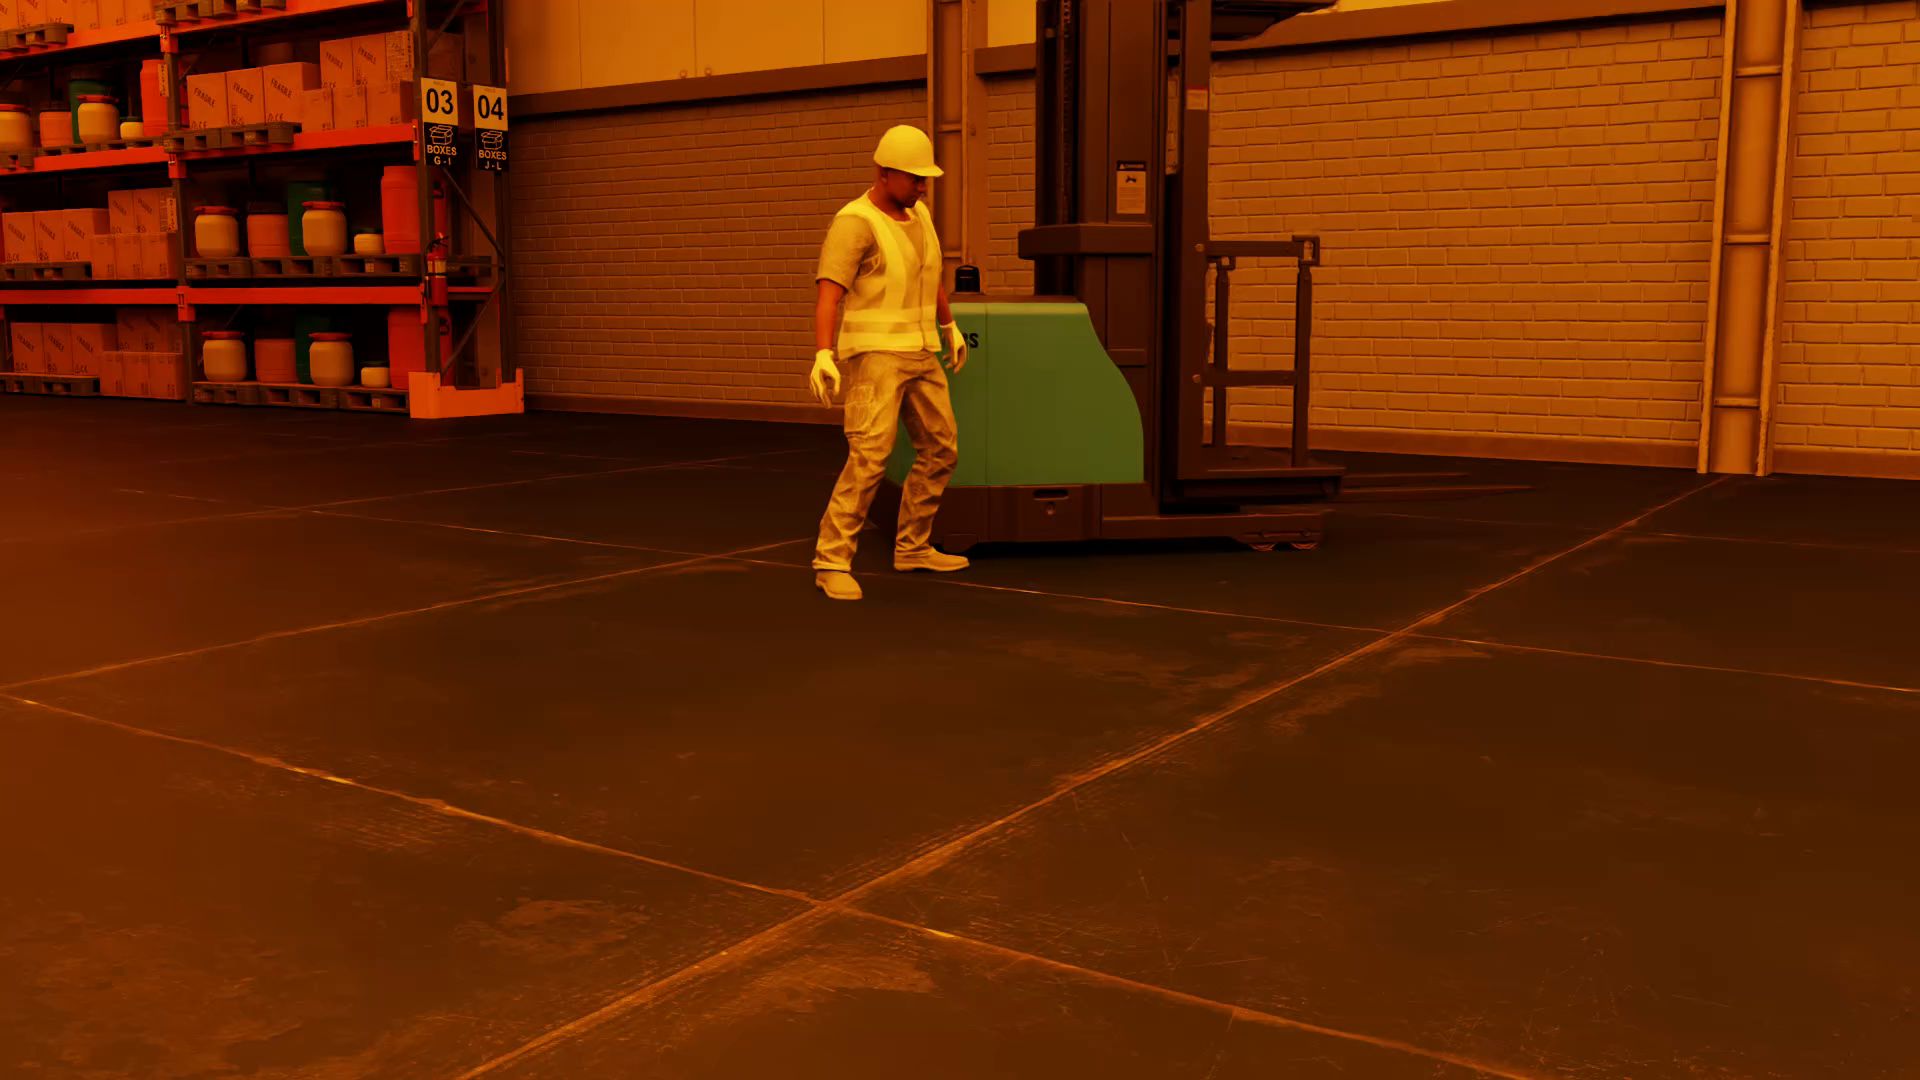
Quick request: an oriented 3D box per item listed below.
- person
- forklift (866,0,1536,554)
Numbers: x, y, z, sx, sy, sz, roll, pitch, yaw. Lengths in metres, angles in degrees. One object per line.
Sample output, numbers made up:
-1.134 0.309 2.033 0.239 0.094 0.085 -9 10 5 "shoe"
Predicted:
-0.239 -0.681 6.323 0.443 1.733 0.975 5 10 33 "person"
1.125 -1.474 7.555 3.031 2.935 1.130 -2 8 -12 "forklift"
